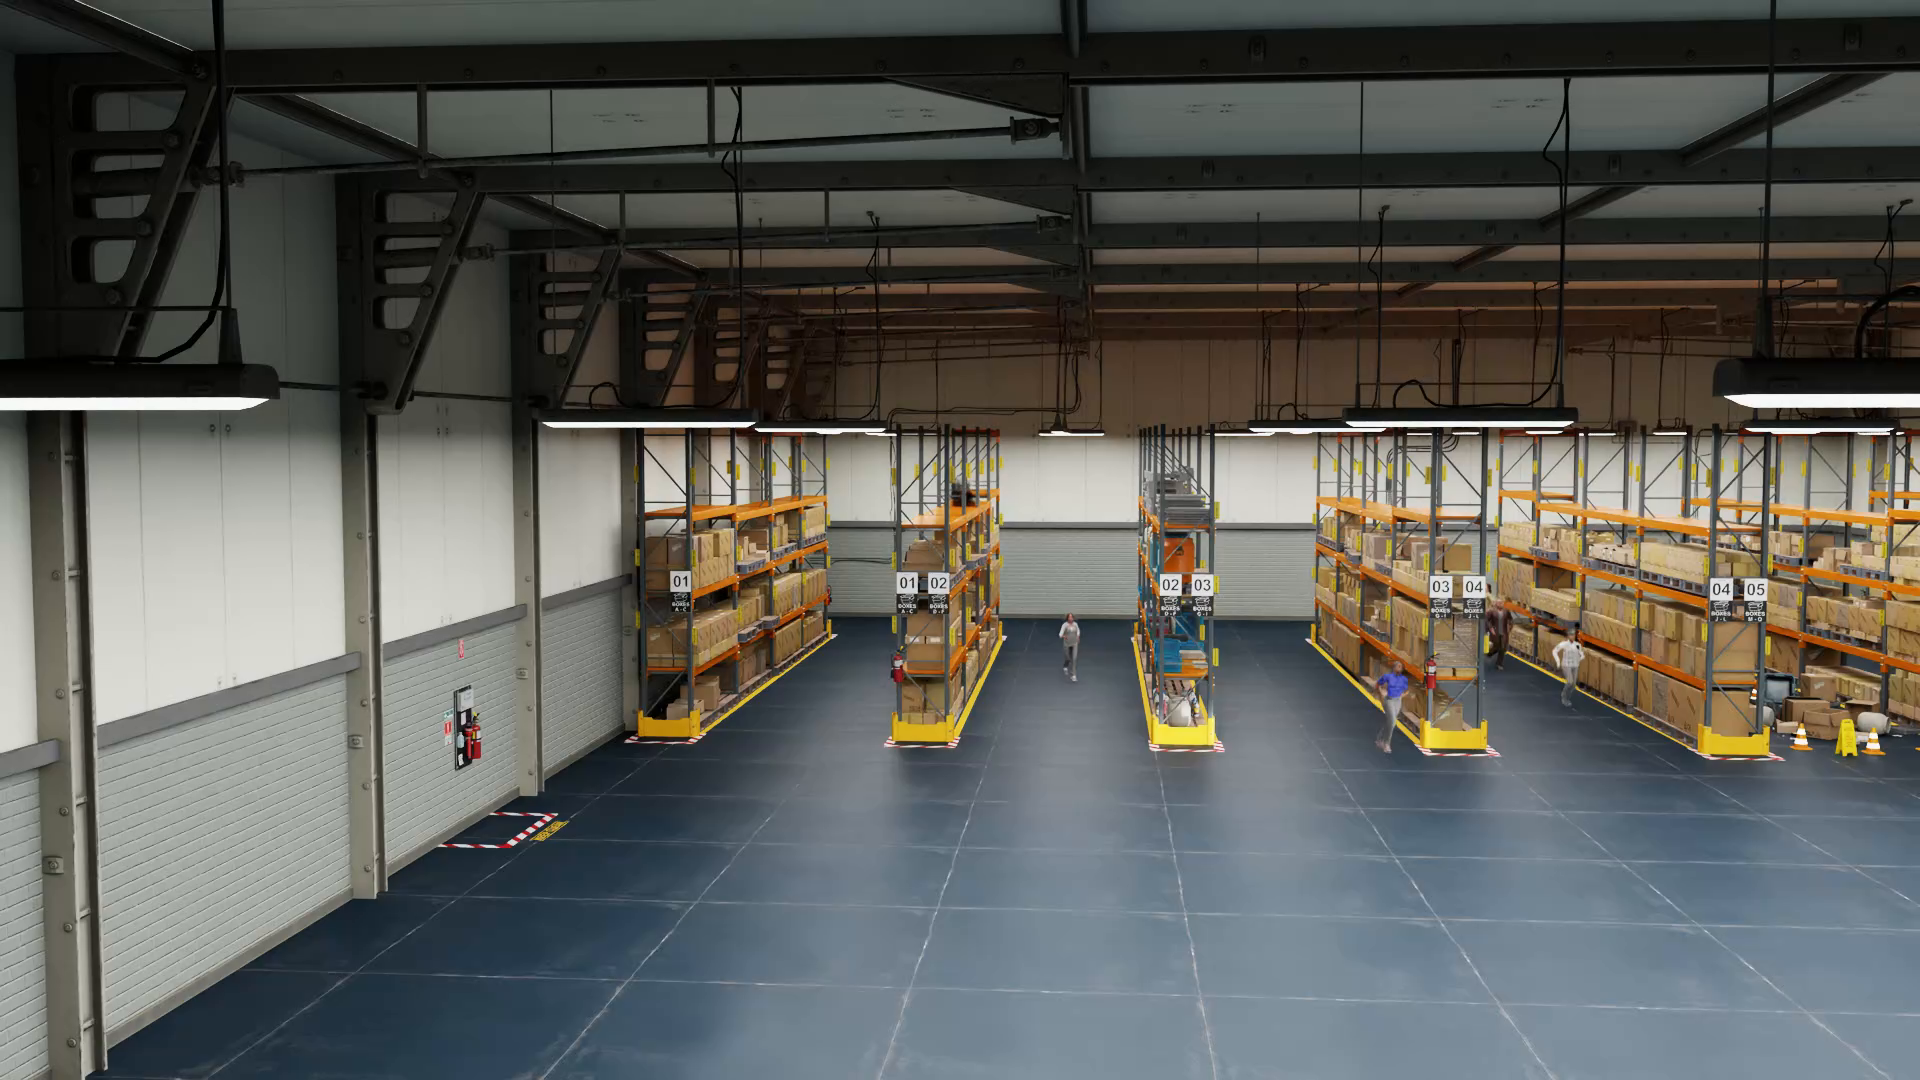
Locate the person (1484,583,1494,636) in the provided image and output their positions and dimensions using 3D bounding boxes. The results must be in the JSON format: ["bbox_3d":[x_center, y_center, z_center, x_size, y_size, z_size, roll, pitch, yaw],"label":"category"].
[{"bbox_3d":[15.043,2.033,47.416,0.596,1.623,0.624,-1,4,-12],"label":"person"}]

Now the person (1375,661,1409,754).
[{"bbox_3d":[7.952,3.060,30.564,0.572,1.689,0.671,-1,4,-19],"label":"person"}]

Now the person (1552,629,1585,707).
[{"bbox_3d":[13.015,2.718,35.446,0.587,1.674,0.656,0,3,-5],"label":"person"}]

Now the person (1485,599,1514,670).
[{"bbox_3d":[13.436,2.339,41.447,0.712,1.760,0.743,0,3,3],"label":"person"}]

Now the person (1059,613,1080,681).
[{"bbox_3d":[2.616,2.514,39.478,0.540,1.593,0.872,-1,4,-9],"label":"person"}]
